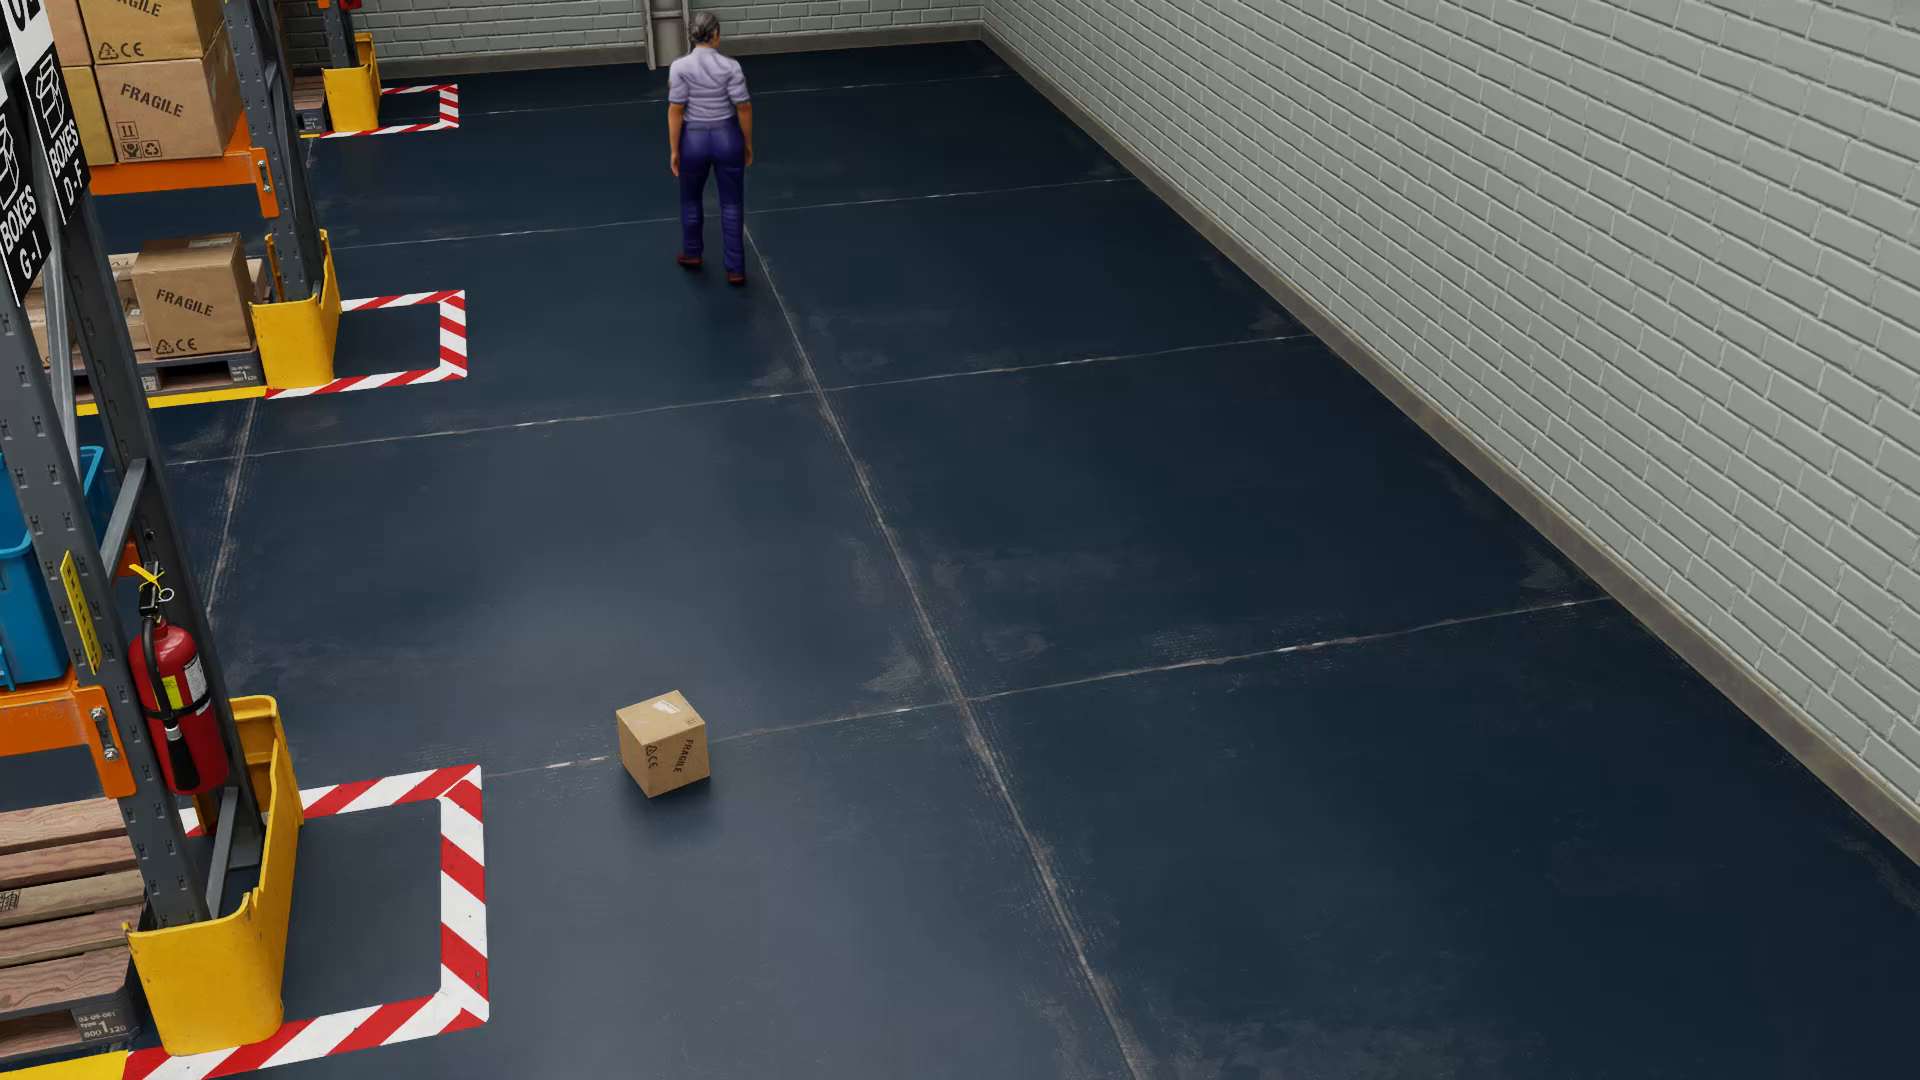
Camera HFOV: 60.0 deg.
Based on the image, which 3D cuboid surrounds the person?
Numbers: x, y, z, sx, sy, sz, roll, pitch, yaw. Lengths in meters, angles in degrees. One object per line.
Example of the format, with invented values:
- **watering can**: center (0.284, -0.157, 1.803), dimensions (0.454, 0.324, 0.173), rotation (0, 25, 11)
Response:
- **person**: center (-1.548, -2.440, 10.273), dimensions (0.539, 1.638, 0.627), rotation (-5, 31, -8)
